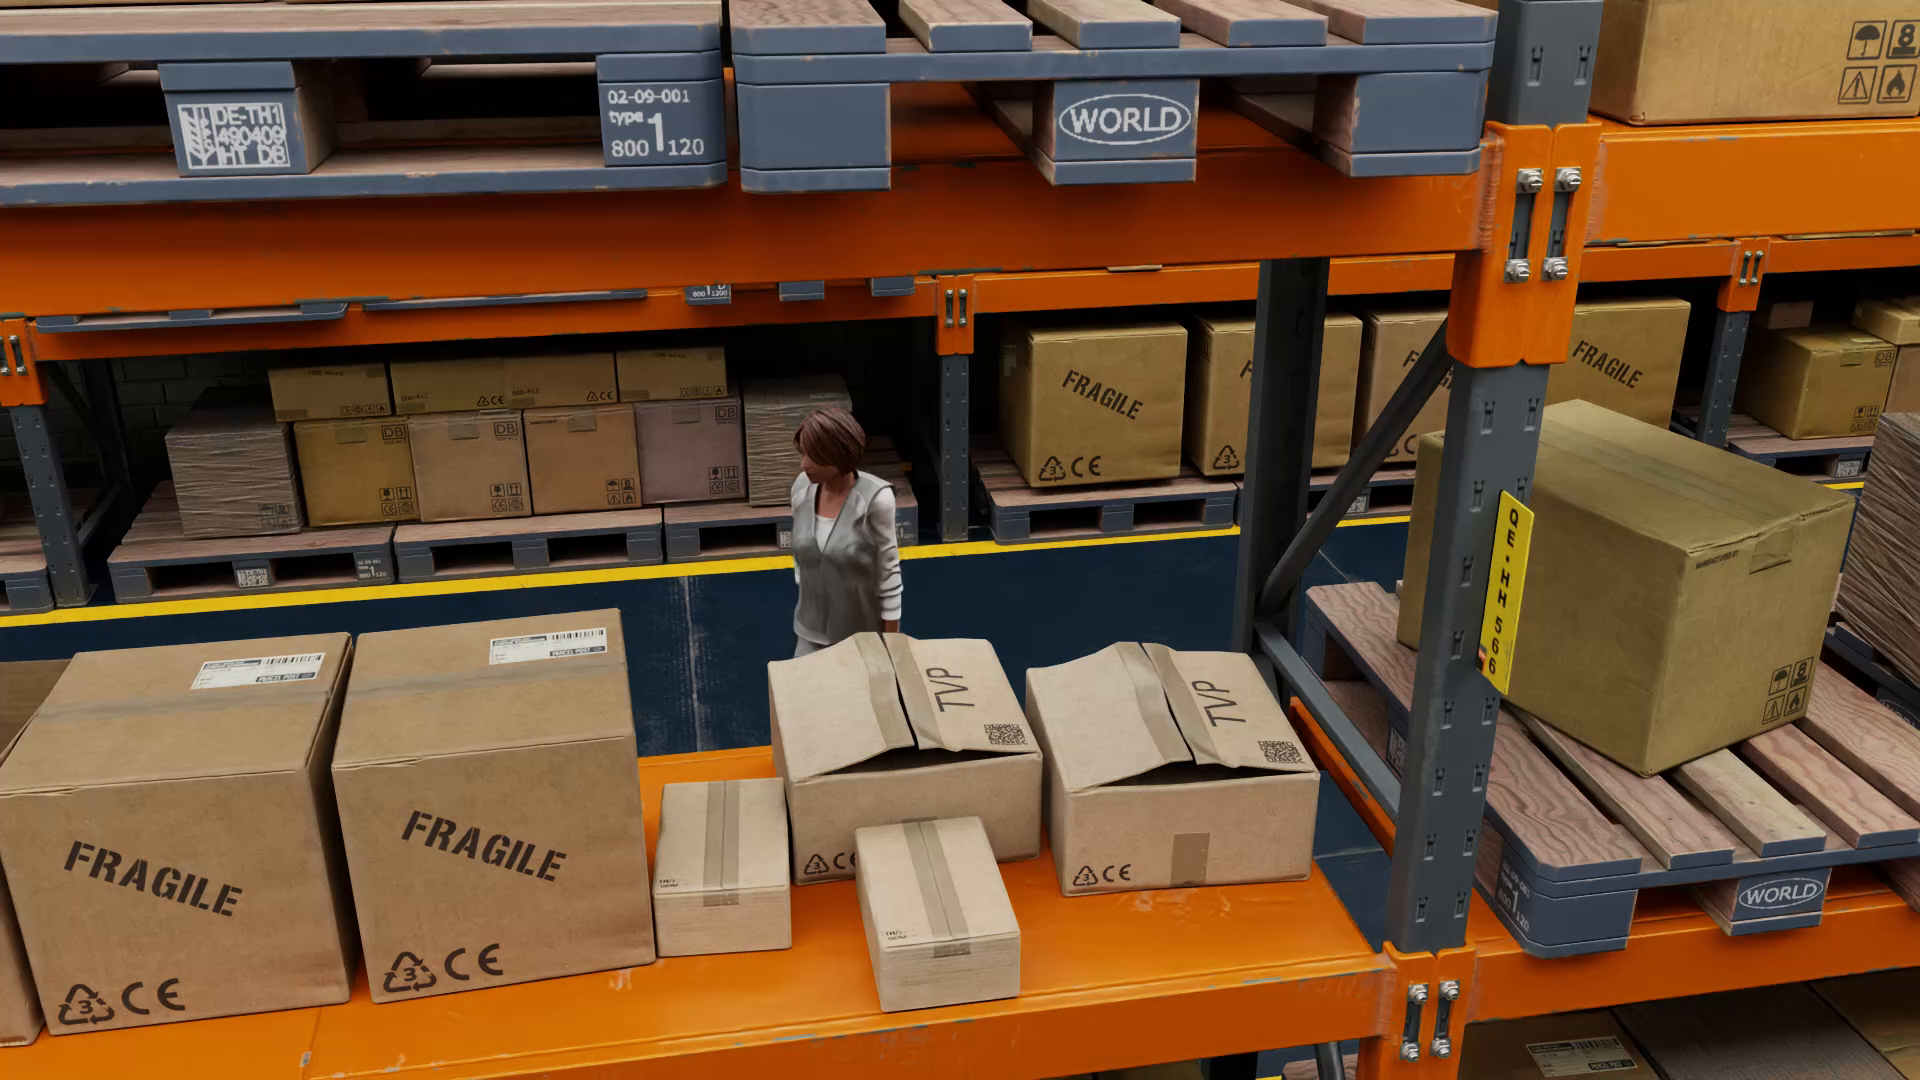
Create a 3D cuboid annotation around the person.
[{"bbox_3d":[-0.357,0.289,5.438,0.417,1.560,0.856,8,25,17],"label":"person"}]
